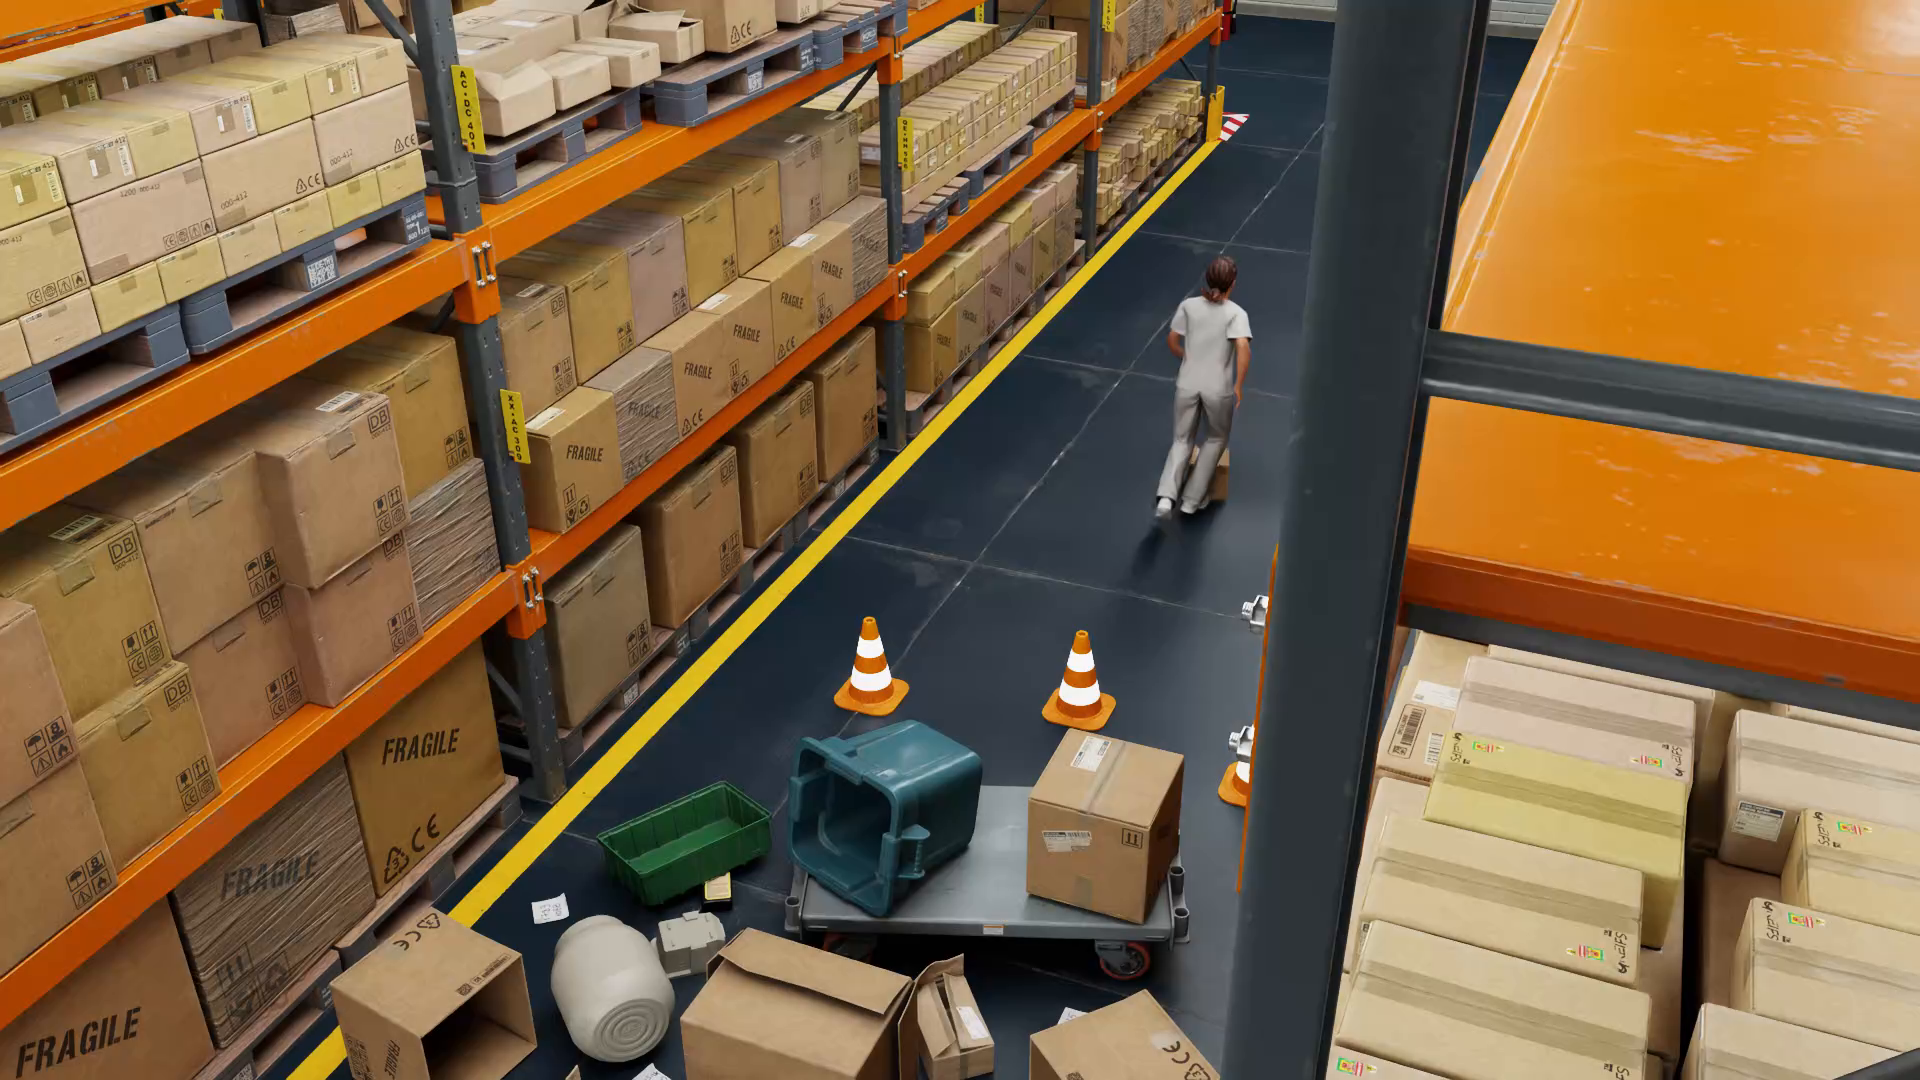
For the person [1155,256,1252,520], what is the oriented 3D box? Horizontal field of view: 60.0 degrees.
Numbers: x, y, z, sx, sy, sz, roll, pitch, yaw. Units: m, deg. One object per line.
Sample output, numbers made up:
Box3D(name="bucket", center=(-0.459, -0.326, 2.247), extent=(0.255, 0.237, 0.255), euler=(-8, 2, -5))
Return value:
Box3D(name="person", center=(1.438, -0.842, 9.946), extent=(0.554, 1.604, 0.786), euler=(11, 32, 19))
